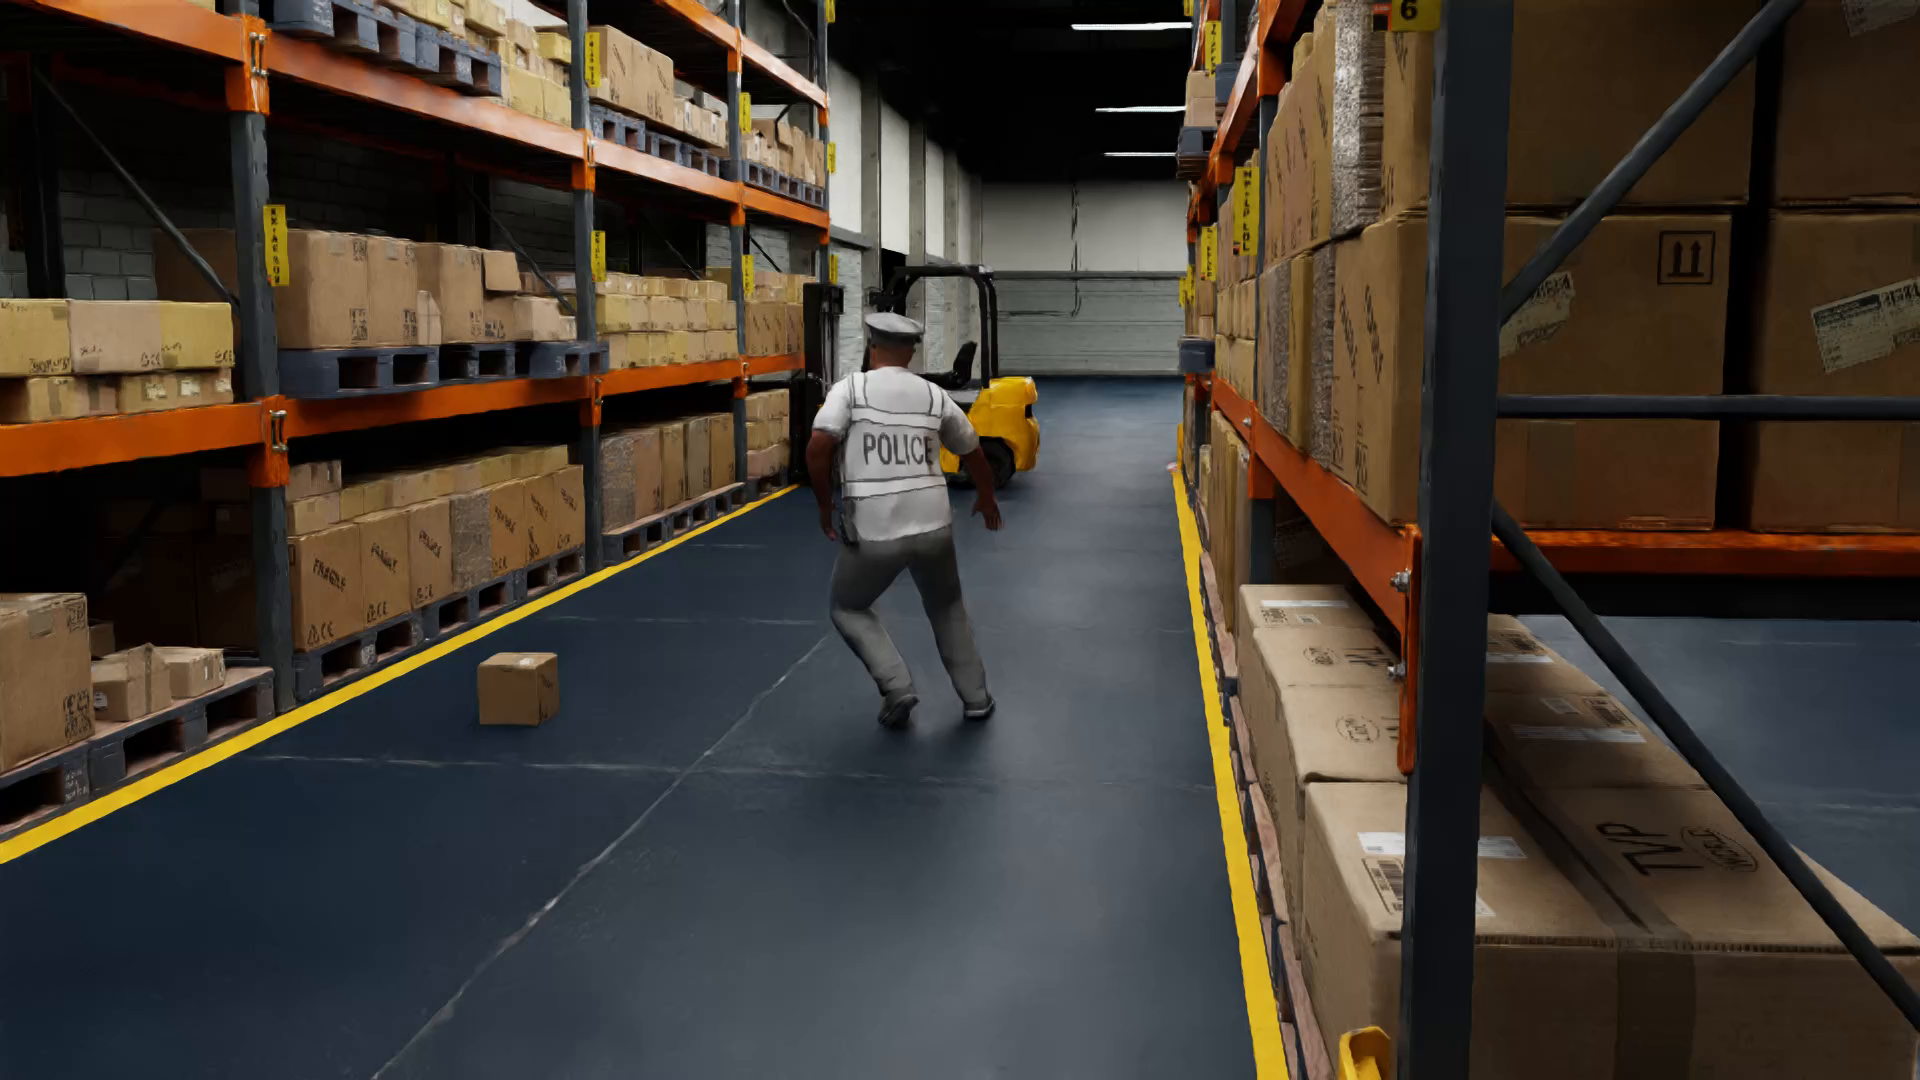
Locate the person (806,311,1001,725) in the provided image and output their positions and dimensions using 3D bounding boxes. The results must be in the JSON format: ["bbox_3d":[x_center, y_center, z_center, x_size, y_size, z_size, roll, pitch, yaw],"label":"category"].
[{"bbox_3d":[-0.189,-0.054,6.693,0.934,1.717,0.523,-4,8,-26],"label":"person"}]
